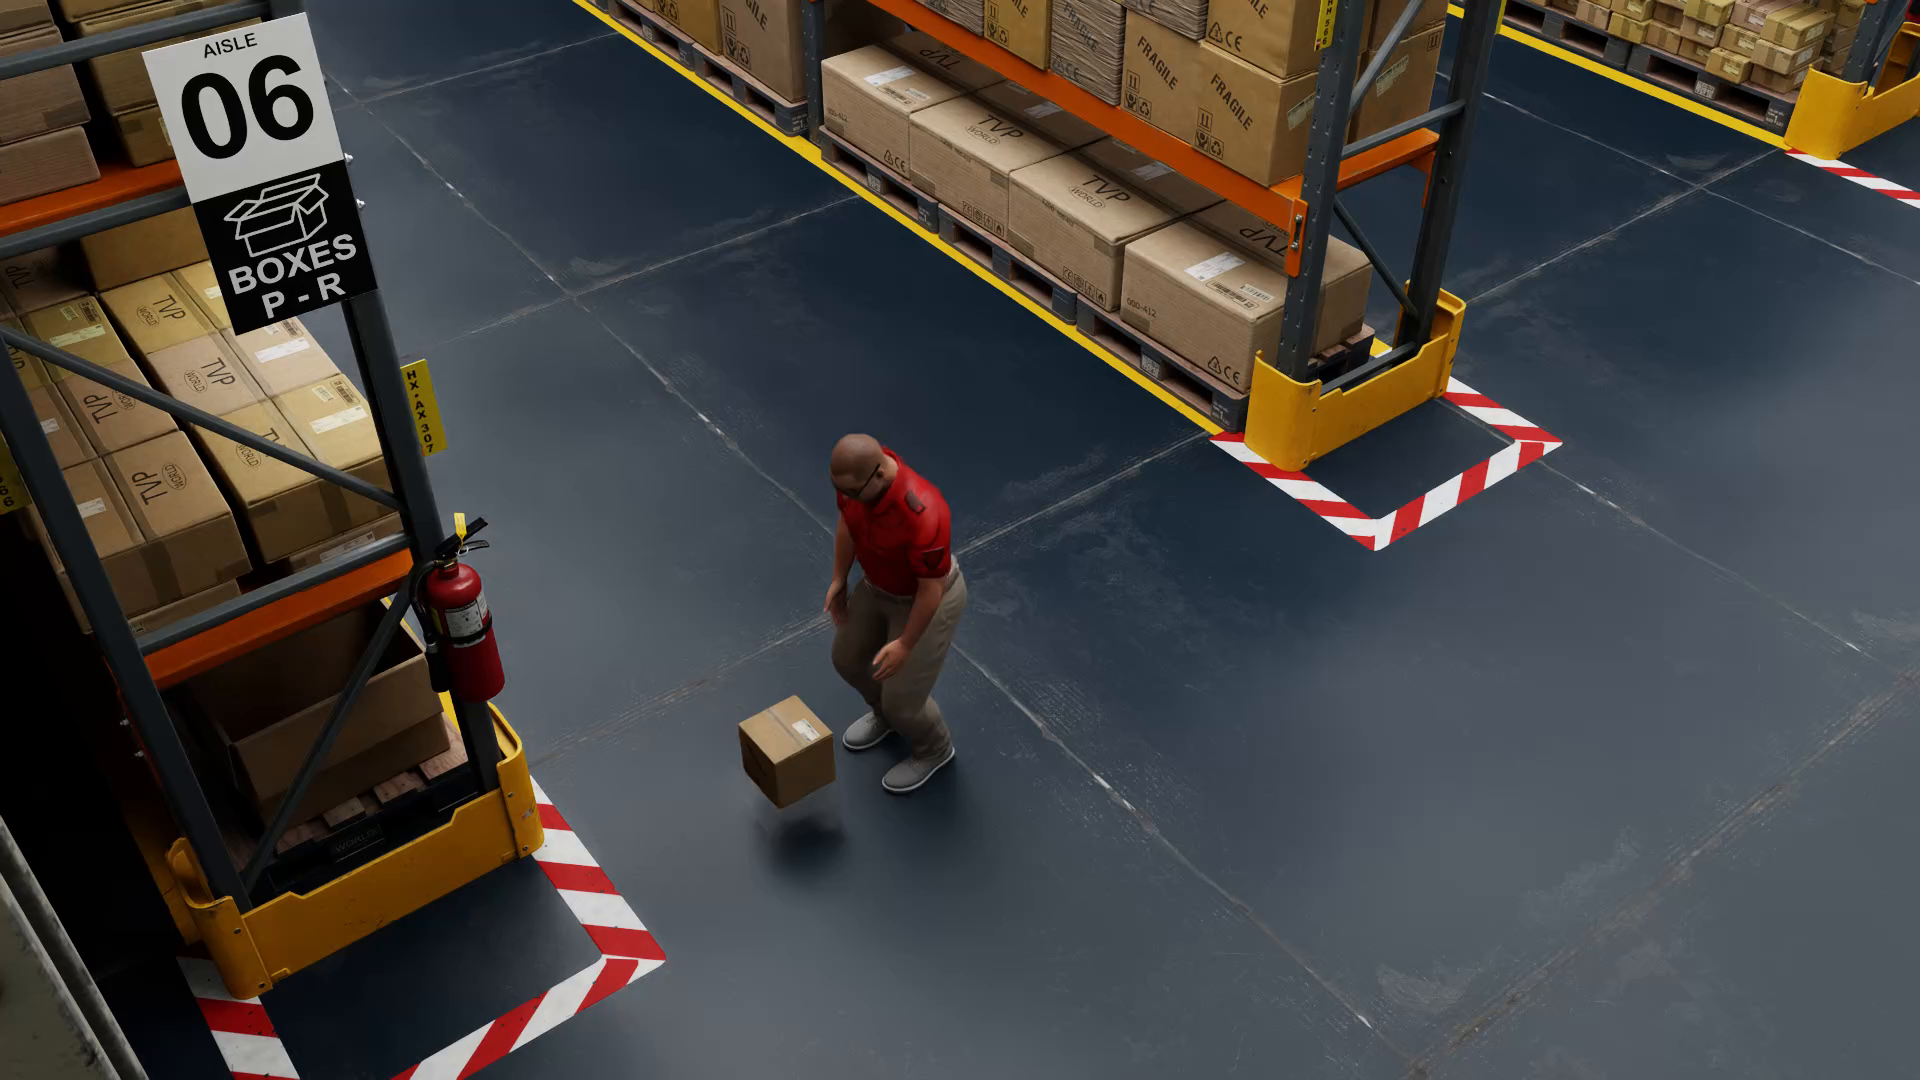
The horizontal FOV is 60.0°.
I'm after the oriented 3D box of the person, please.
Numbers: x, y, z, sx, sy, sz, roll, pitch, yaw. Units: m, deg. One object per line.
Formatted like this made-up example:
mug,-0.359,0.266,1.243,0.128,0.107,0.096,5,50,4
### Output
person,-0.220,0.229,5.988,0.503,1.625,0.571,-25,46,-27
